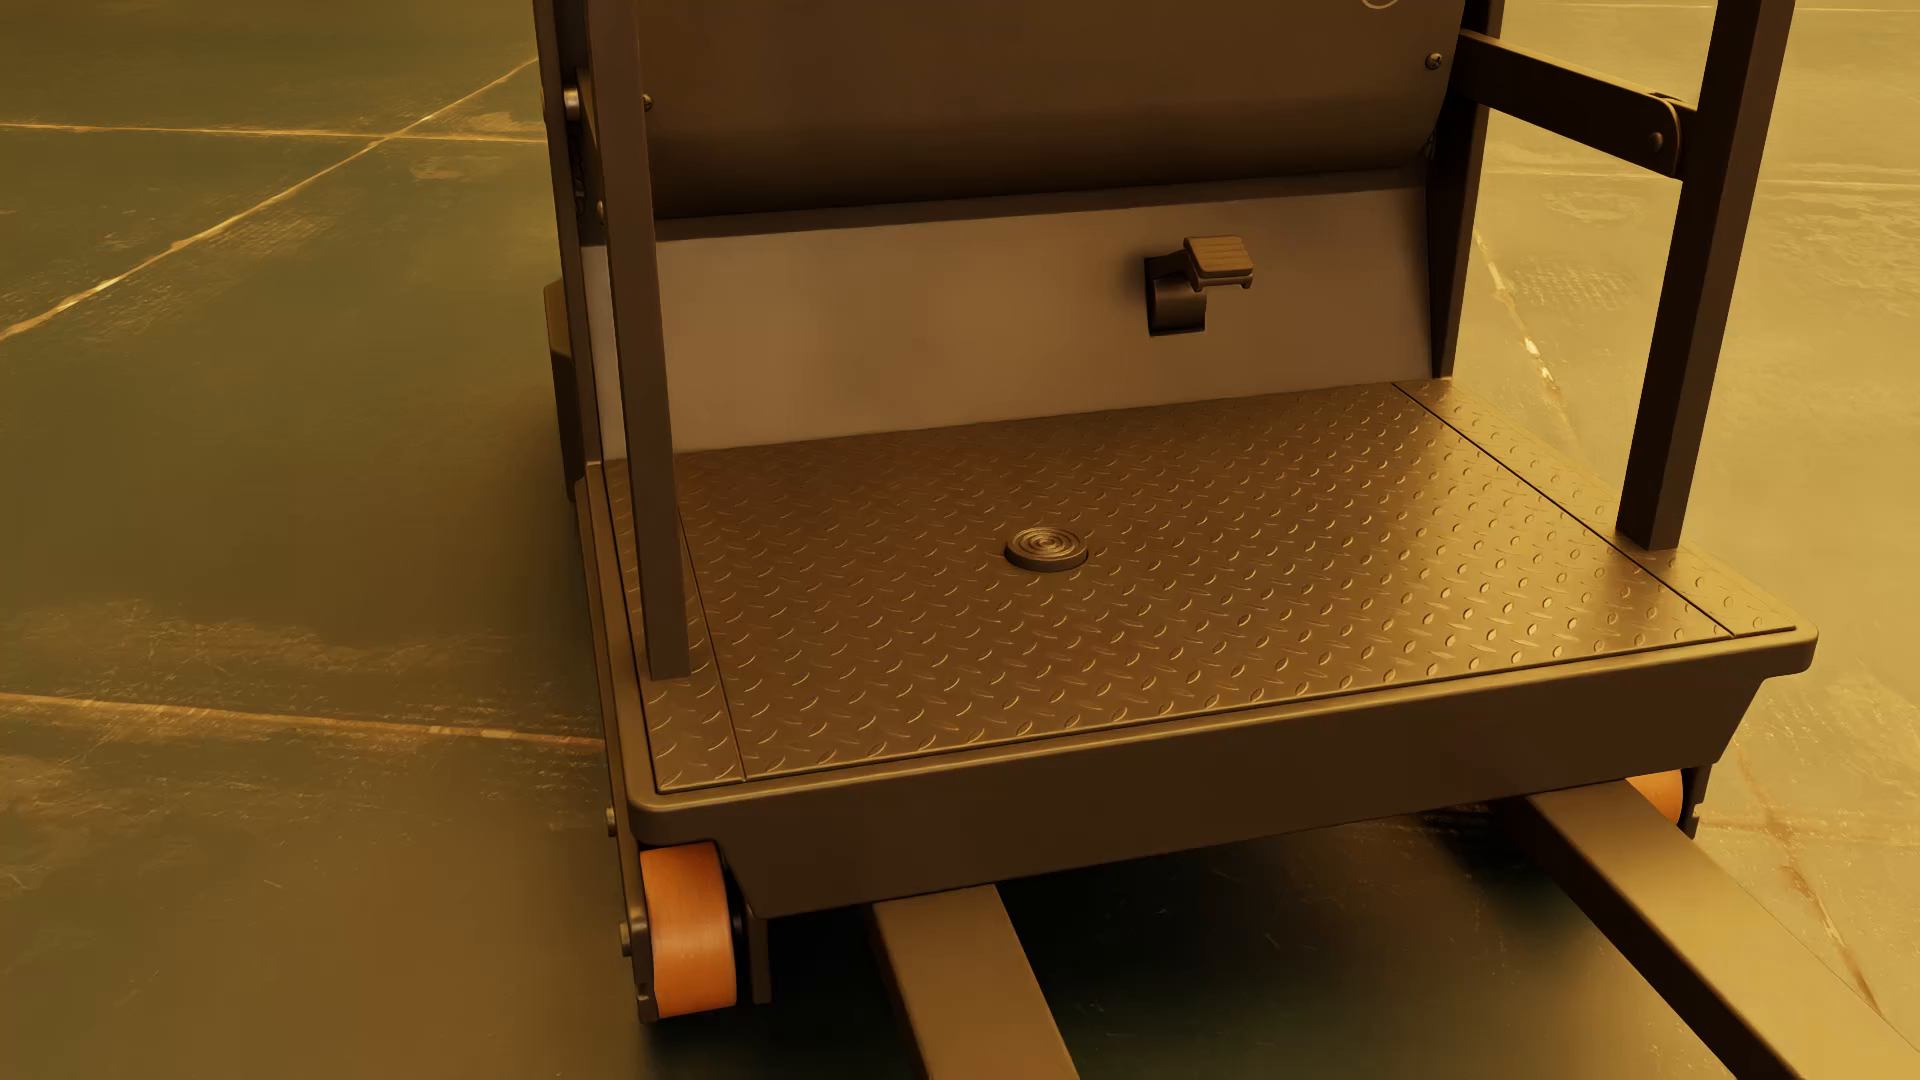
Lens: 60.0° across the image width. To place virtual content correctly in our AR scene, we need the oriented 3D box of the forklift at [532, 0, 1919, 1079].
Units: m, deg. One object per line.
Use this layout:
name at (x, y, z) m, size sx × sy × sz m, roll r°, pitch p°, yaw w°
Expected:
forklift at (0.153, -1.049, 1.319) m, size 1.130 × 2.935 × 3.031 m, roll -7°, pitch 27°, yaw -13°
